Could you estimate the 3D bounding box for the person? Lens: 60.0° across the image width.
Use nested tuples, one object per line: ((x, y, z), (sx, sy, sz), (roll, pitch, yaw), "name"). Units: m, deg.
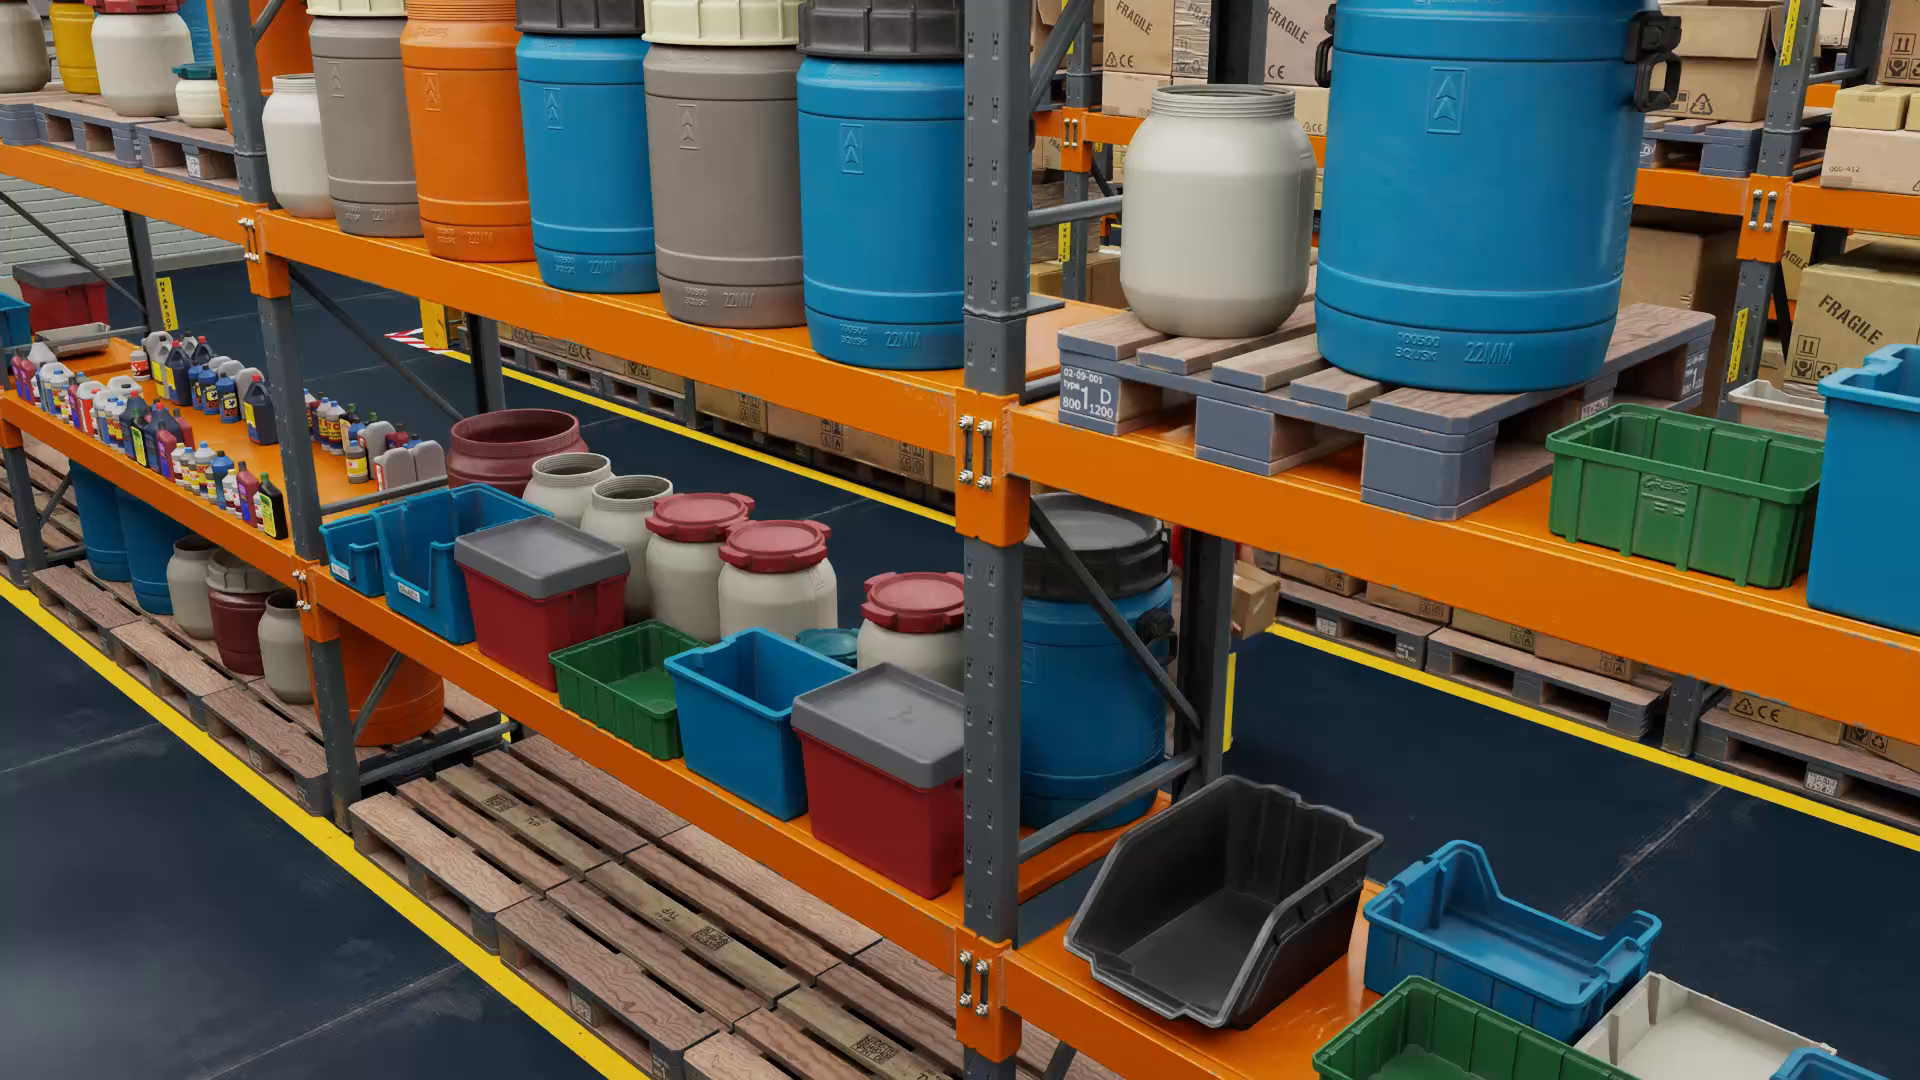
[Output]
((1.194, 0.253, 8.001), (0.589, 1.684, 0.477), (18, 27, 40), "person")
